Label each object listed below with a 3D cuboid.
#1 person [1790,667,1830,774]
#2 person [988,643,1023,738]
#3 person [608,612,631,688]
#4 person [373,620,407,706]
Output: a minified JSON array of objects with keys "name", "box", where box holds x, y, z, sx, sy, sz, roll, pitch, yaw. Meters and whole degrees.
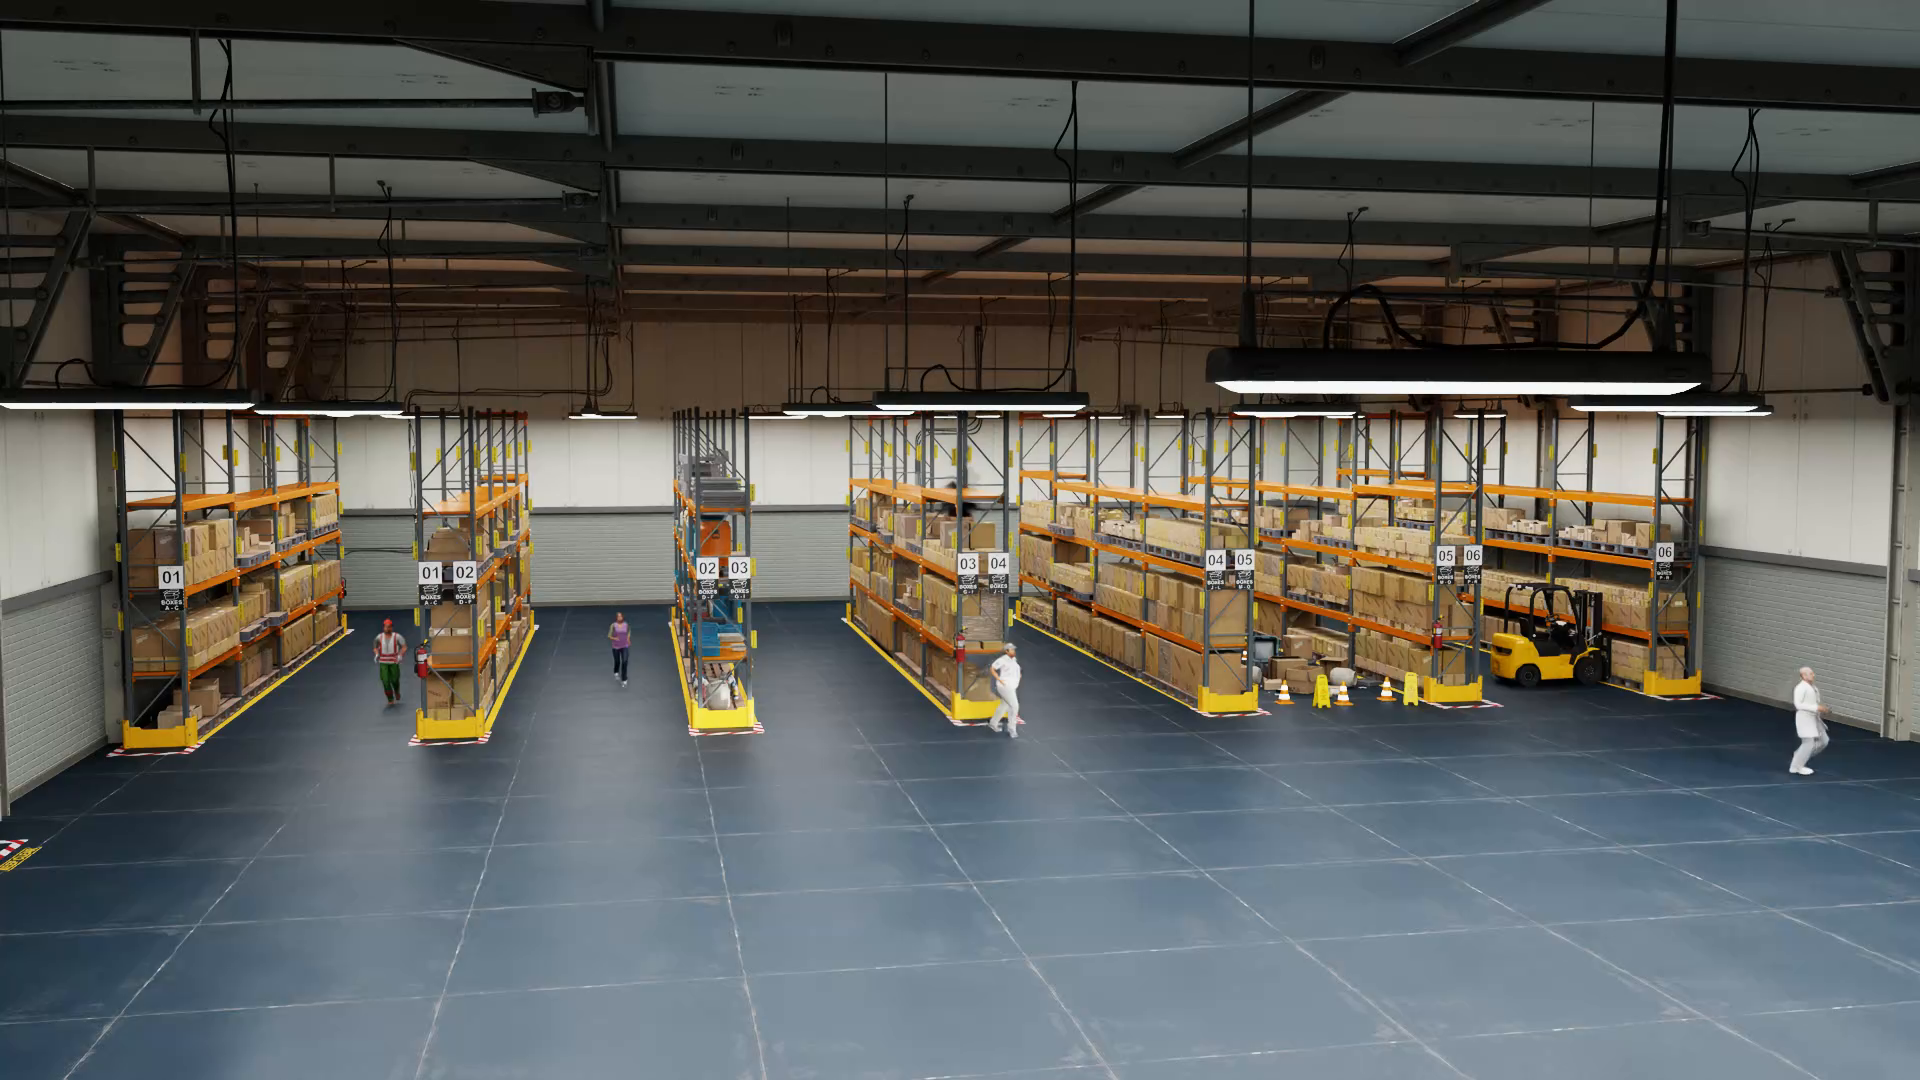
[{"name":"person","box":[13.789,2.931,26.902,0.697,1.741,0.639,-4,5,-41]},{"name":"person","box":[0.847,2.737,30.413,0.703,1.733,0.625,2,5,29]},{"name":"person","box":[-7.380,2.352,36.087,0.538,1.605,0.877,-2,4,-22]},{"name":"person","box":[-11.485,2.470,33.476,0.636,1.741,0.586,-1,4,-9]}]
